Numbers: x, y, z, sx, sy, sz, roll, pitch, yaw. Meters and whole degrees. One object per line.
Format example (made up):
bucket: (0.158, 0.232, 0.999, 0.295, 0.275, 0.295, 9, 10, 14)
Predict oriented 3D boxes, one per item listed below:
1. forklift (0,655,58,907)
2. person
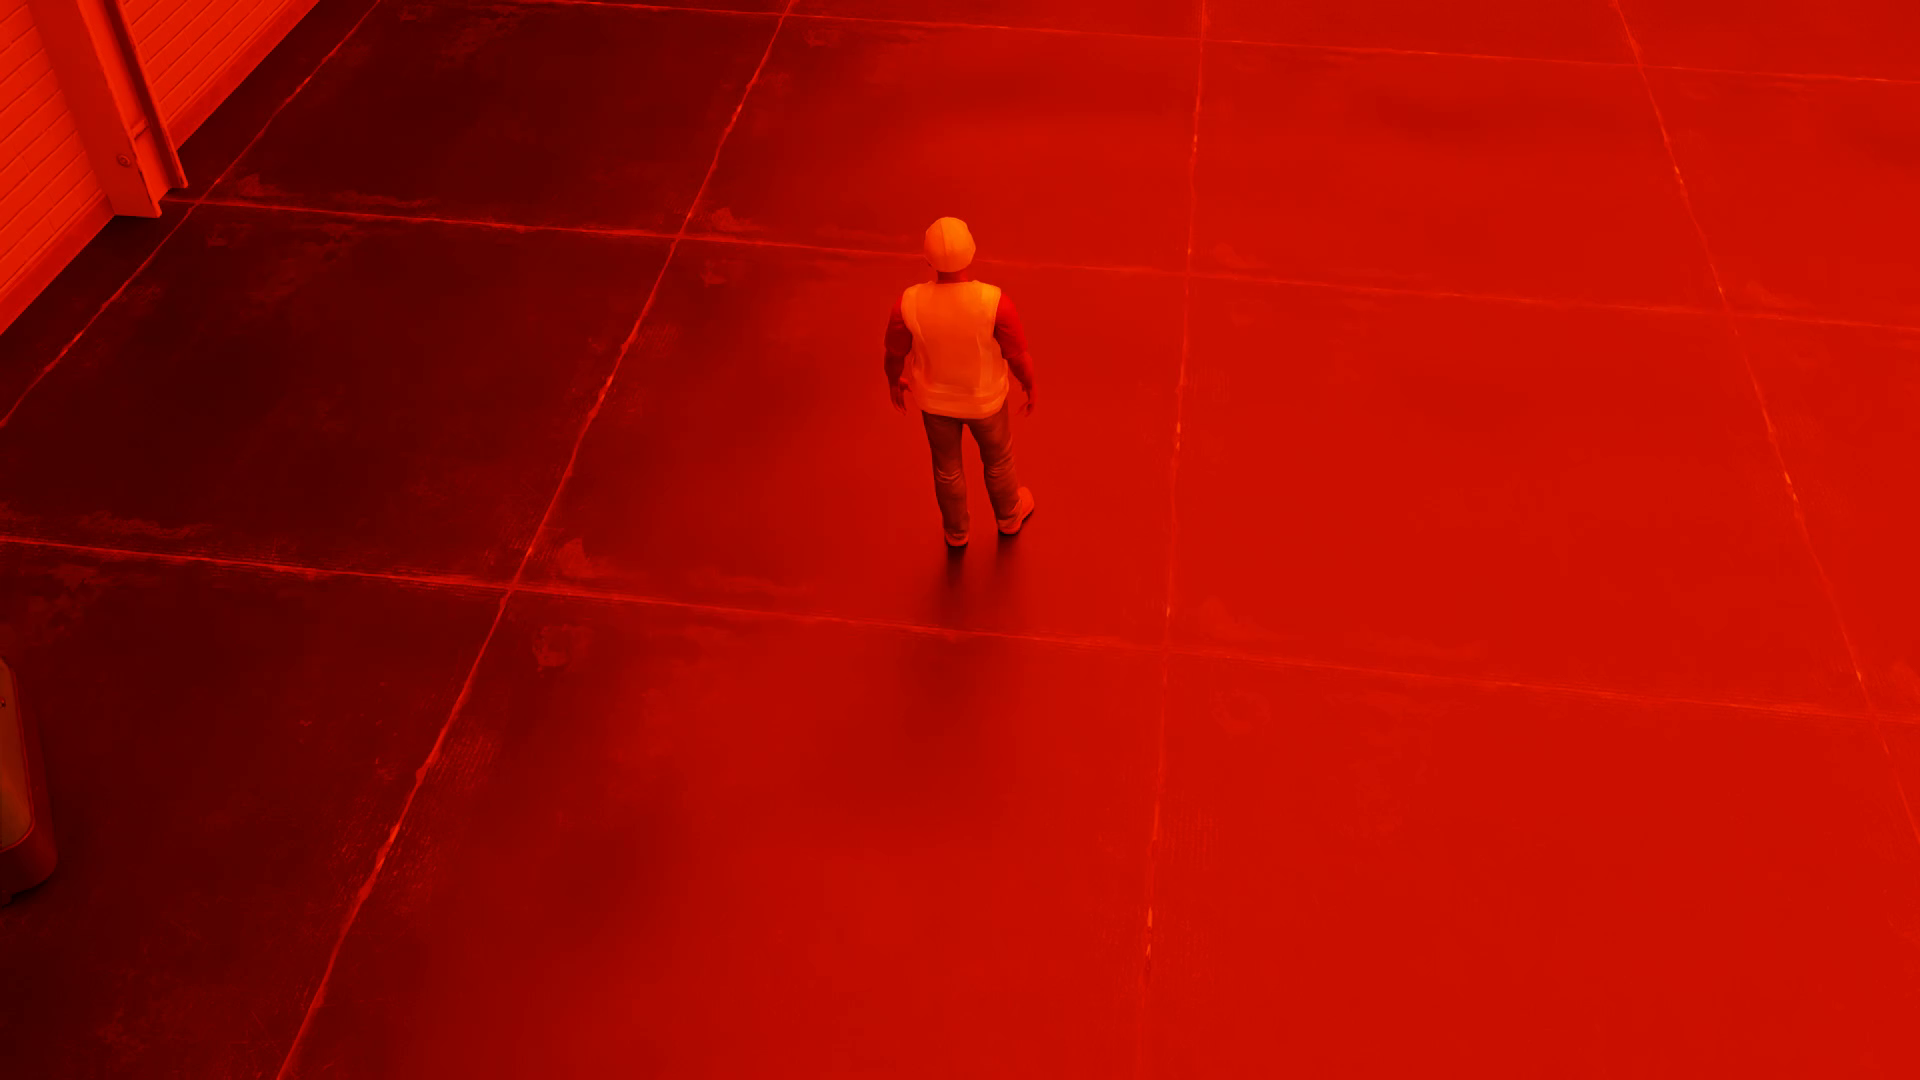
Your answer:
forklift: (-5.035, 0.424, 5.263, 3.031, 2.935, 1.130, -19, 46, -20)
person: (0.016, -0.702, 7.338, 0.665, 1.765, 0.577, 5, 43, 6)
